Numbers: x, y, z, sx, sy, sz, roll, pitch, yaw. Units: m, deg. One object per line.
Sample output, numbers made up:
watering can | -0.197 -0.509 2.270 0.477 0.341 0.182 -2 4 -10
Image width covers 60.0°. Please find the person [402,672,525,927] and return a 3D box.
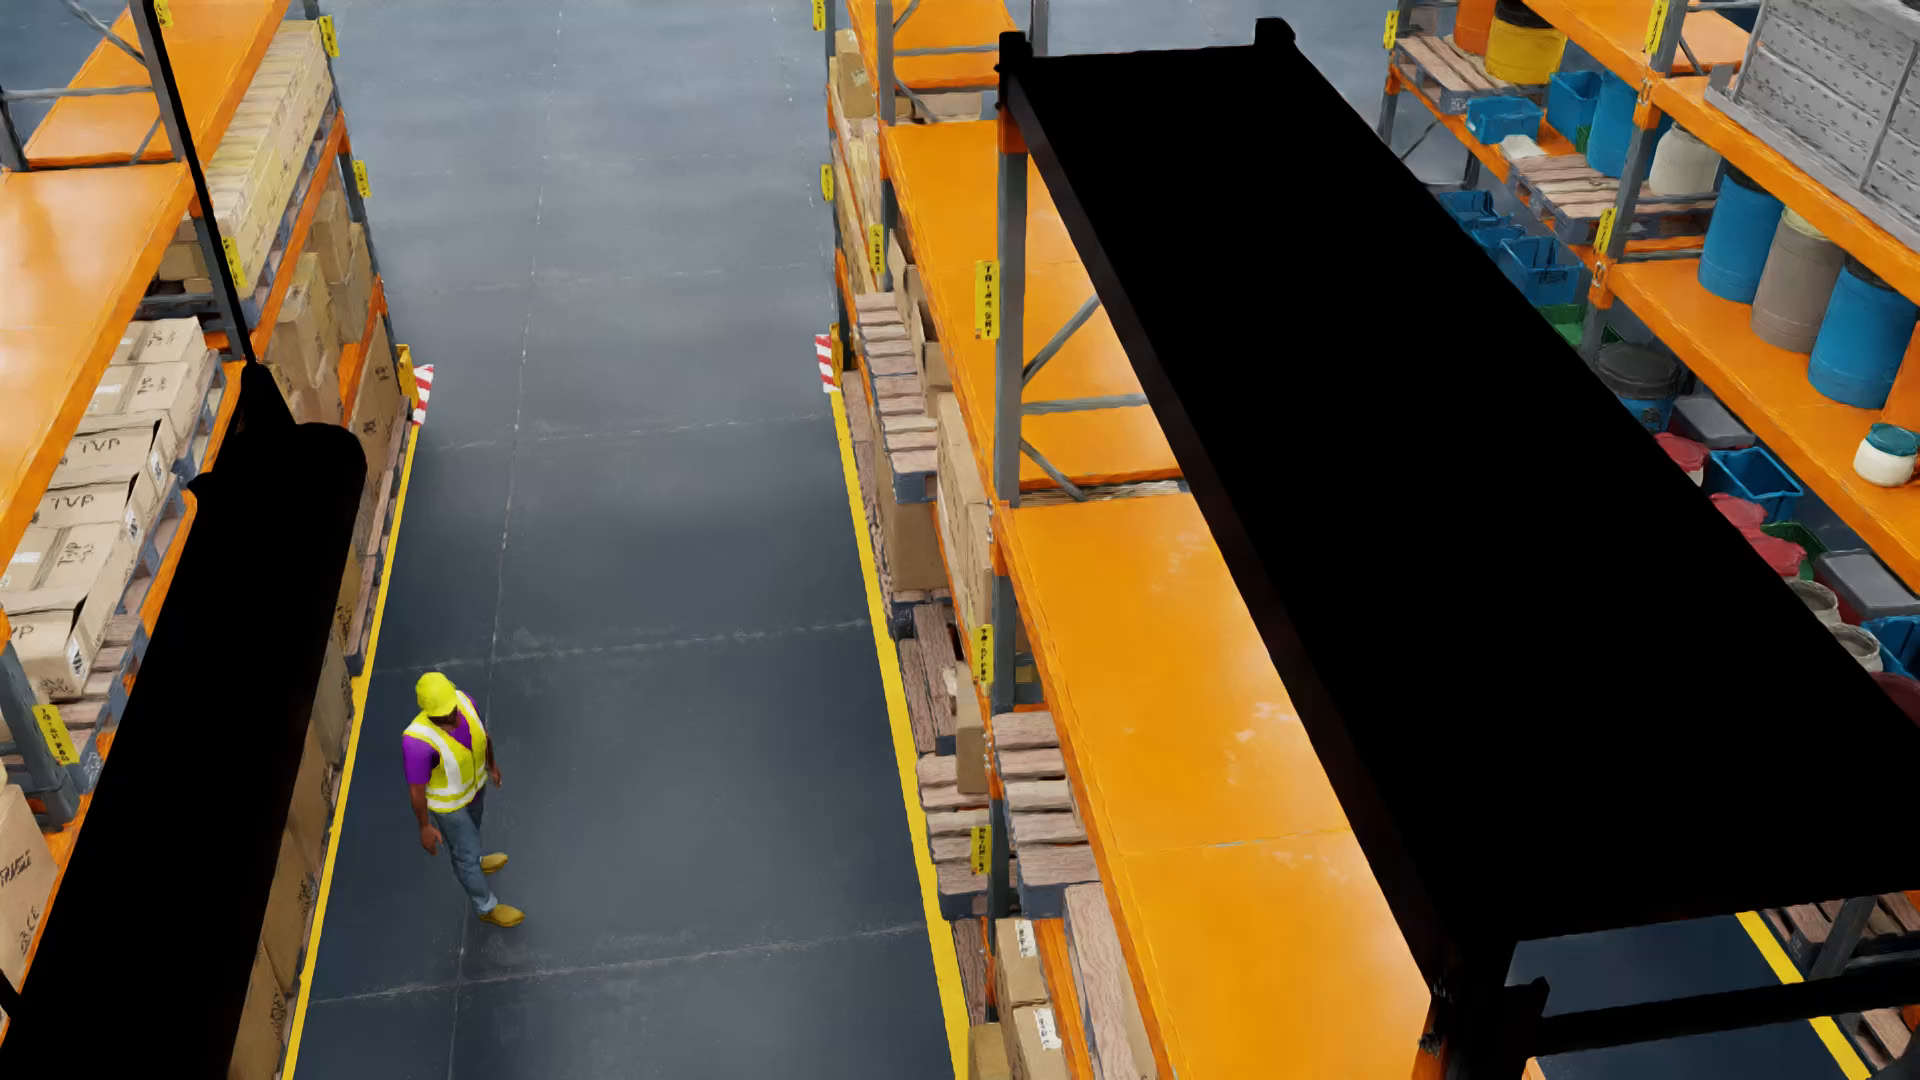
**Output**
person | -2.829 1.459 9.477 0.595 1.763 0.685 10 37 13
